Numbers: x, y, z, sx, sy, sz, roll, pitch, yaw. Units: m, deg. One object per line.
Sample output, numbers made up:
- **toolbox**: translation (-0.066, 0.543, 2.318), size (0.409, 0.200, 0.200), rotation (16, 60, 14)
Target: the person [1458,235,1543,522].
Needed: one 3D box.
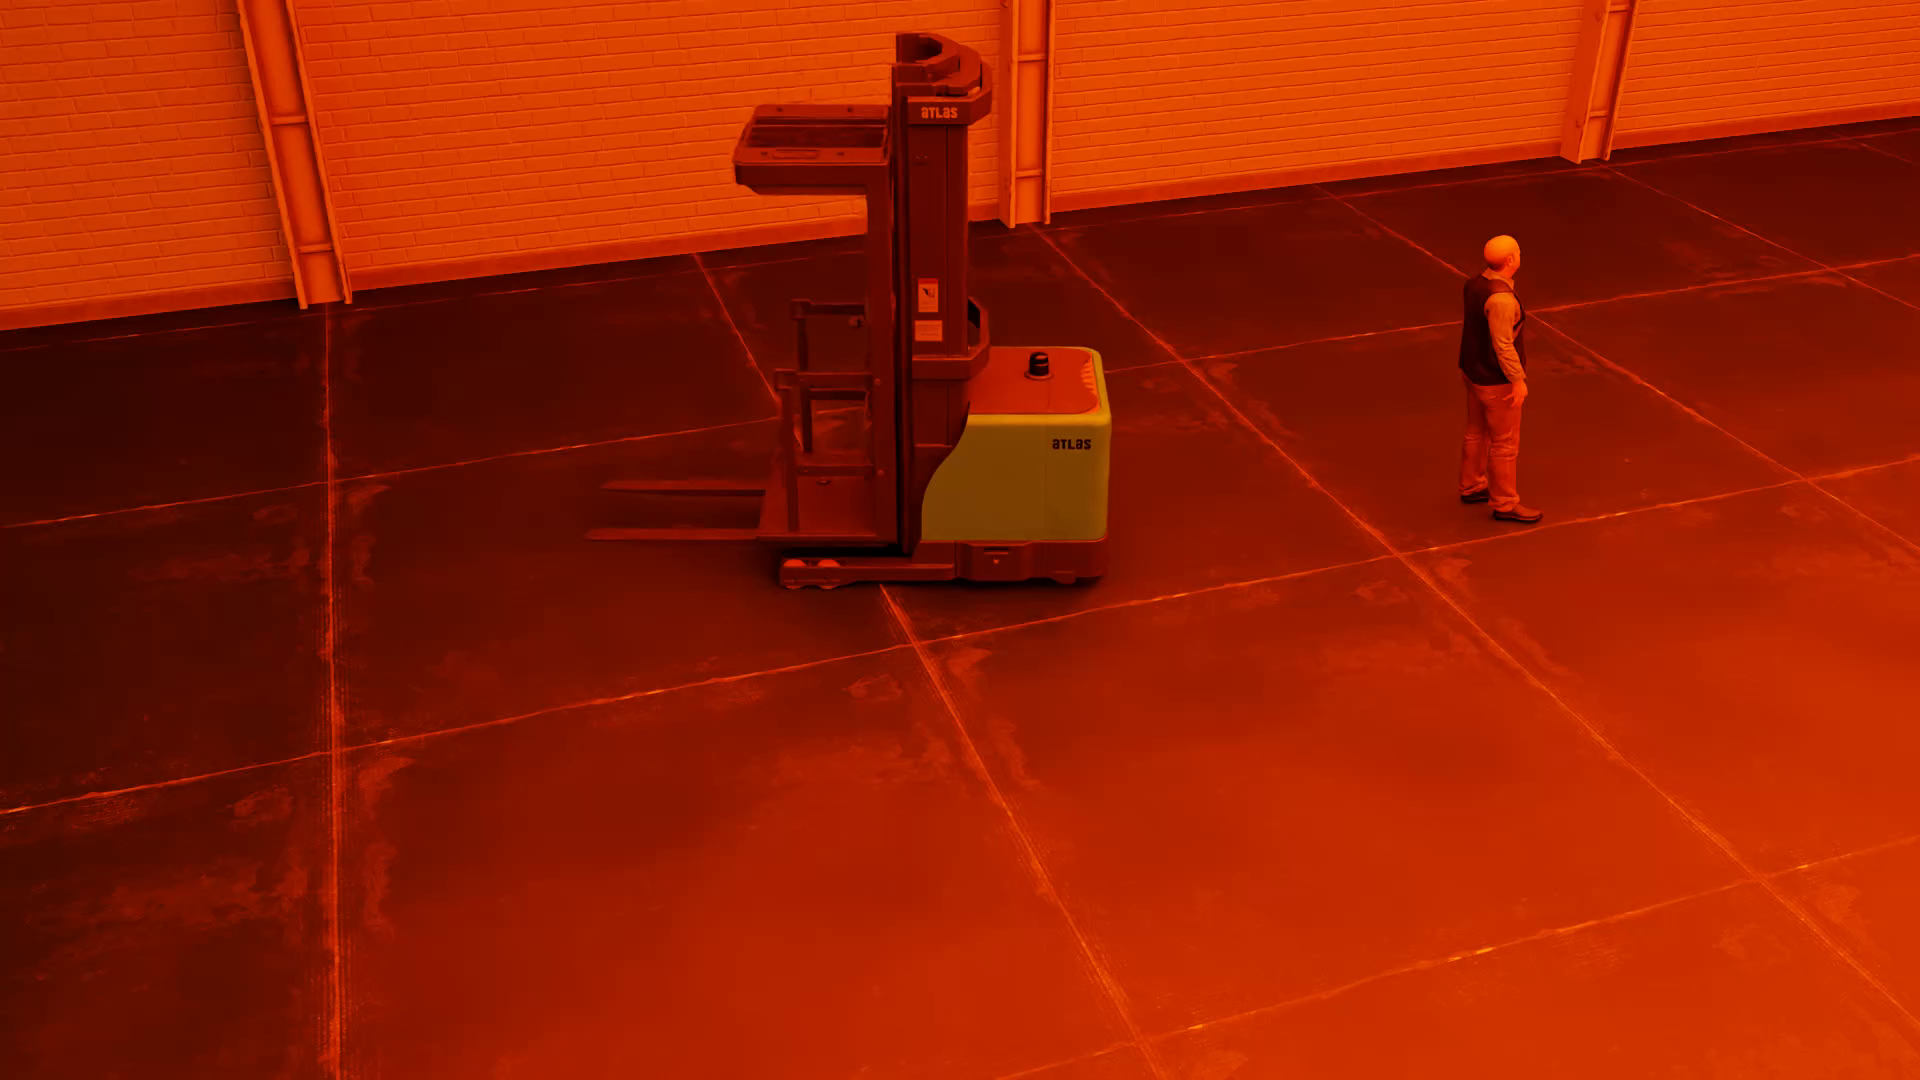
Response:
- **person**: translation (3.273, -0.994, 10.013), size (0.568, 1.720, 0.631), rotation (-3, 30, -6)

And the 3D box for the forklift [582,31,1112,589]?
- **forklift**: translation (-0.671, -1.254, 9.266), size (3.031, 2.935, 1.130), rotation (0, 30, 0)
